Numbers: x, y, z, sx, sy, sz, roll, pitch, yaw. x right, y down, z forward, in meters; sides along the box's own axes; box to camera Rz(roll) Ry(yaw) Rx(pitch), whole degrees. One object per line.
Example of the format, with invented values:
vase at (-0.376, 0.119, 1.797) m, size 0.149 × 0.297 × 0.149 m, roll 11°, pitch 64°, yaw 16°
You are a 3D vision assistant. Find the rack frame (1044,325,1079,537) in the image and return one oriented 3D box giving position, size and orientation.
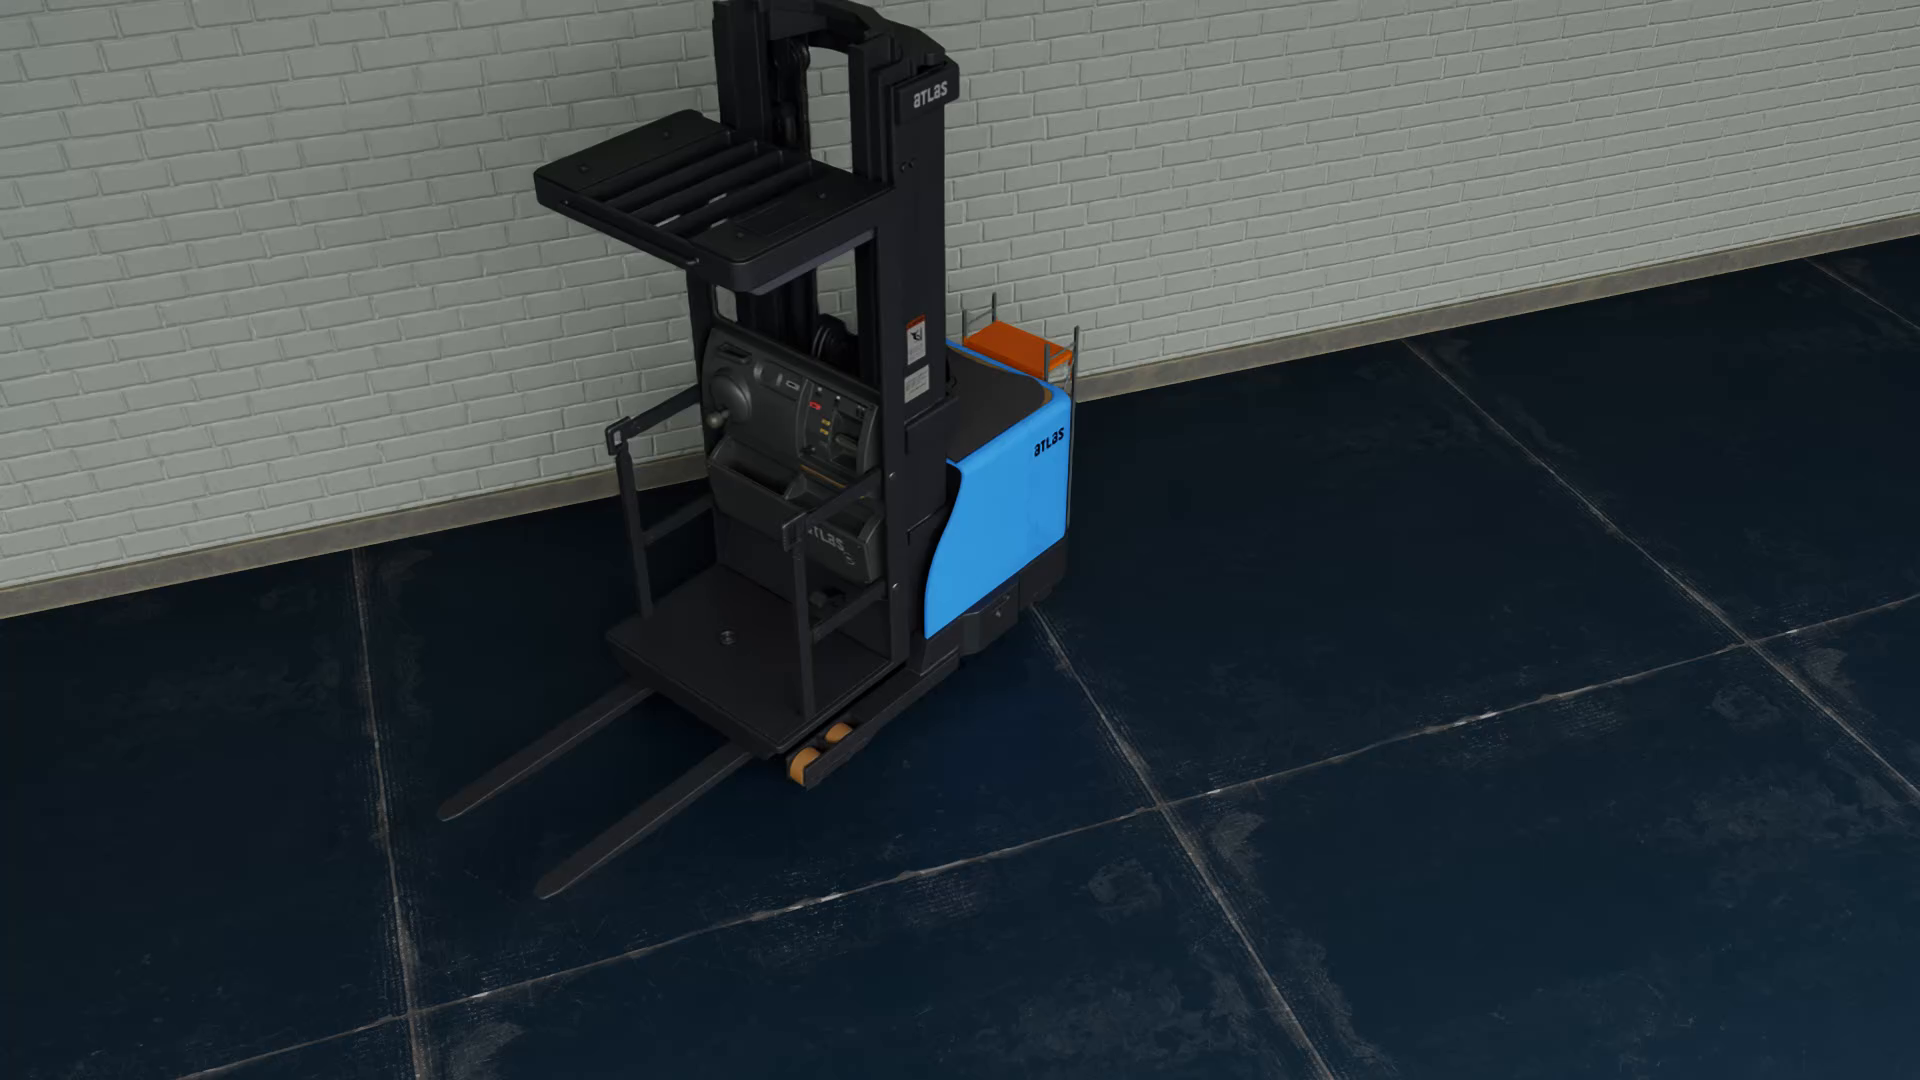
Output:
rack frame at (0.463, -0.447, 7.905) m, size 0.015 × 1.200 × 0.240 m, roll 27°, pitch 44°, yaw 31°

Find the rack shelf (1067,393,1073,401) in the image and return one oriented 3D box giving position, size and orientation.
rack shelf at (0.277, -0.667, 7.938) m, size 0.480 × 0.148 × 0.258 m, roll 27°, pitch 44°, yaw 31°

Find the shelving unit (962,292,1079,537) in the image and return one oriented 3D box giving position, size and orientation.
shelving unit at (0.277, -0.542, 8.031) m, size 0.503 × 1.200 × 0.258 m, roll 27°, pitch 44°, yaw 31°

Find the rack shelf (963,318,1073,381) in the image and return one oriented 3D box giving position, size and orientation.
rack shelf at (0.278, -0.856, 7.796) m, size 0.480 × 0.148 × 0.258 m, roll 27°, pitch 44°, yaw 31°

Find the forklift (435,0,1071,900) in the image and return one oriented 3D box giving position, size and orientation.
forklift at (-0.825, -0.482, 6.515) m, size 1.130 × 2.935 × 3.031 m, roll 27°, pitch 45°, yaw 31°

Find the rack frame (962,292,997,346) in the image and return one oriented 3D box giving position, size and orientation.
rack frame at (0.091, -0.637, 8.158) m, size 0.015 × 1.200 × 0.240 m, roll 27°, pitch 44°, yaw 31°
